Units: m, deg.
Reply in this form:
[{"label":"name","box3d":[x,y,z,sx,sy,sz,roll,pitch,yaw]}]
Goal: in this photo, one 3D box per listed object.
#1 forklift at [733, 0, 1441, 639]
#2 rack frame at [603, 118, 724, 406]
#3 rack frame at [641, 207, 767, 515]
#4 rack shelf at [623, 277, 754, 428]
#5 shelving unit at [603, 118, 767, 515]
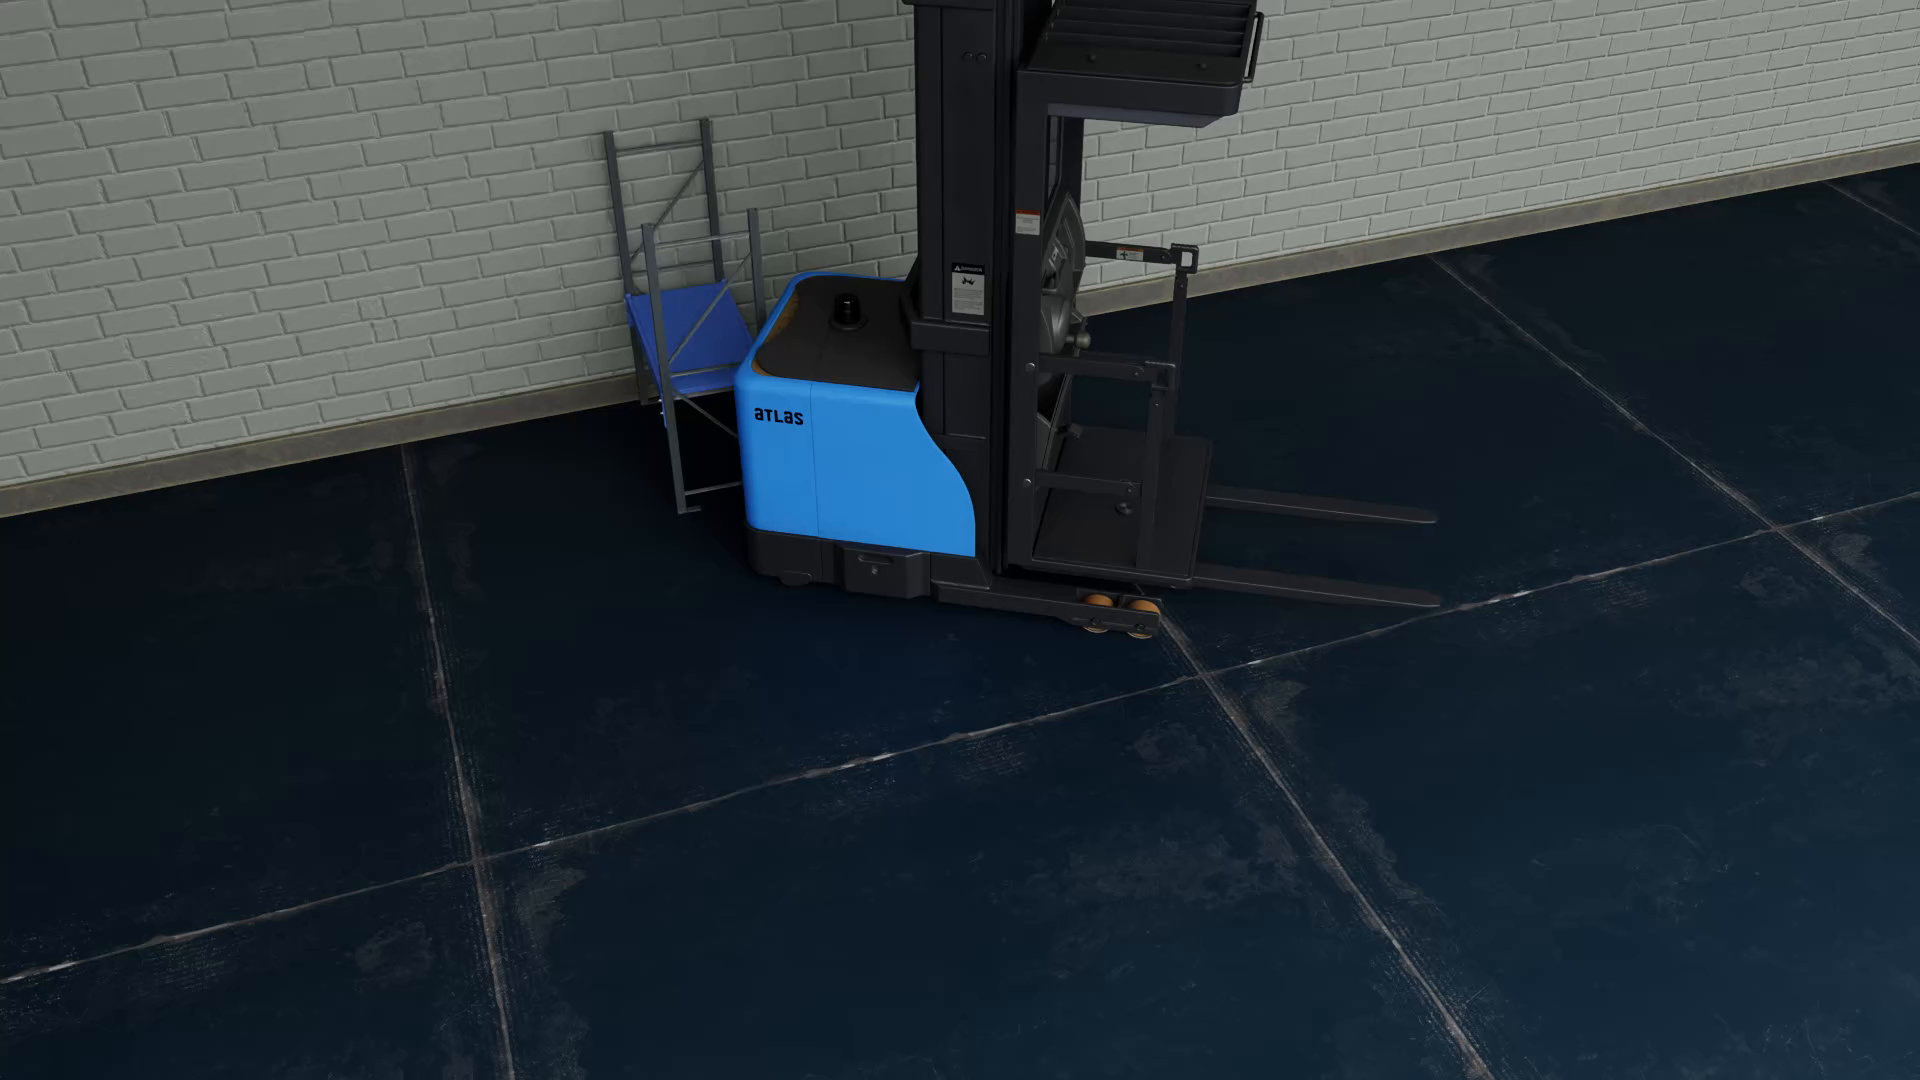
[{"label":"forklift","box3d":[0.610,-1.095,6.768,3.031,2.935,1.130,7,38,9]},{"label":"rack frame","box3d":[-1.433,-1.356,8.304,0.500,1.500,0.032,-11,38,-15]},{"label":"rack frame","box3d":[-1.108,-0.777,7.535,0.500,1.500,0.032,-11,38,-15]},{"label":"rack shelf","box3d":[-1.271,-0.923,8.028,0.538,0.185,1.000,-11,38,-15]},{"label":"shelving unit","box3d":[-1.271,-1.066,7.919,0.538,1.500,1.048,-11,38,-15]}]
